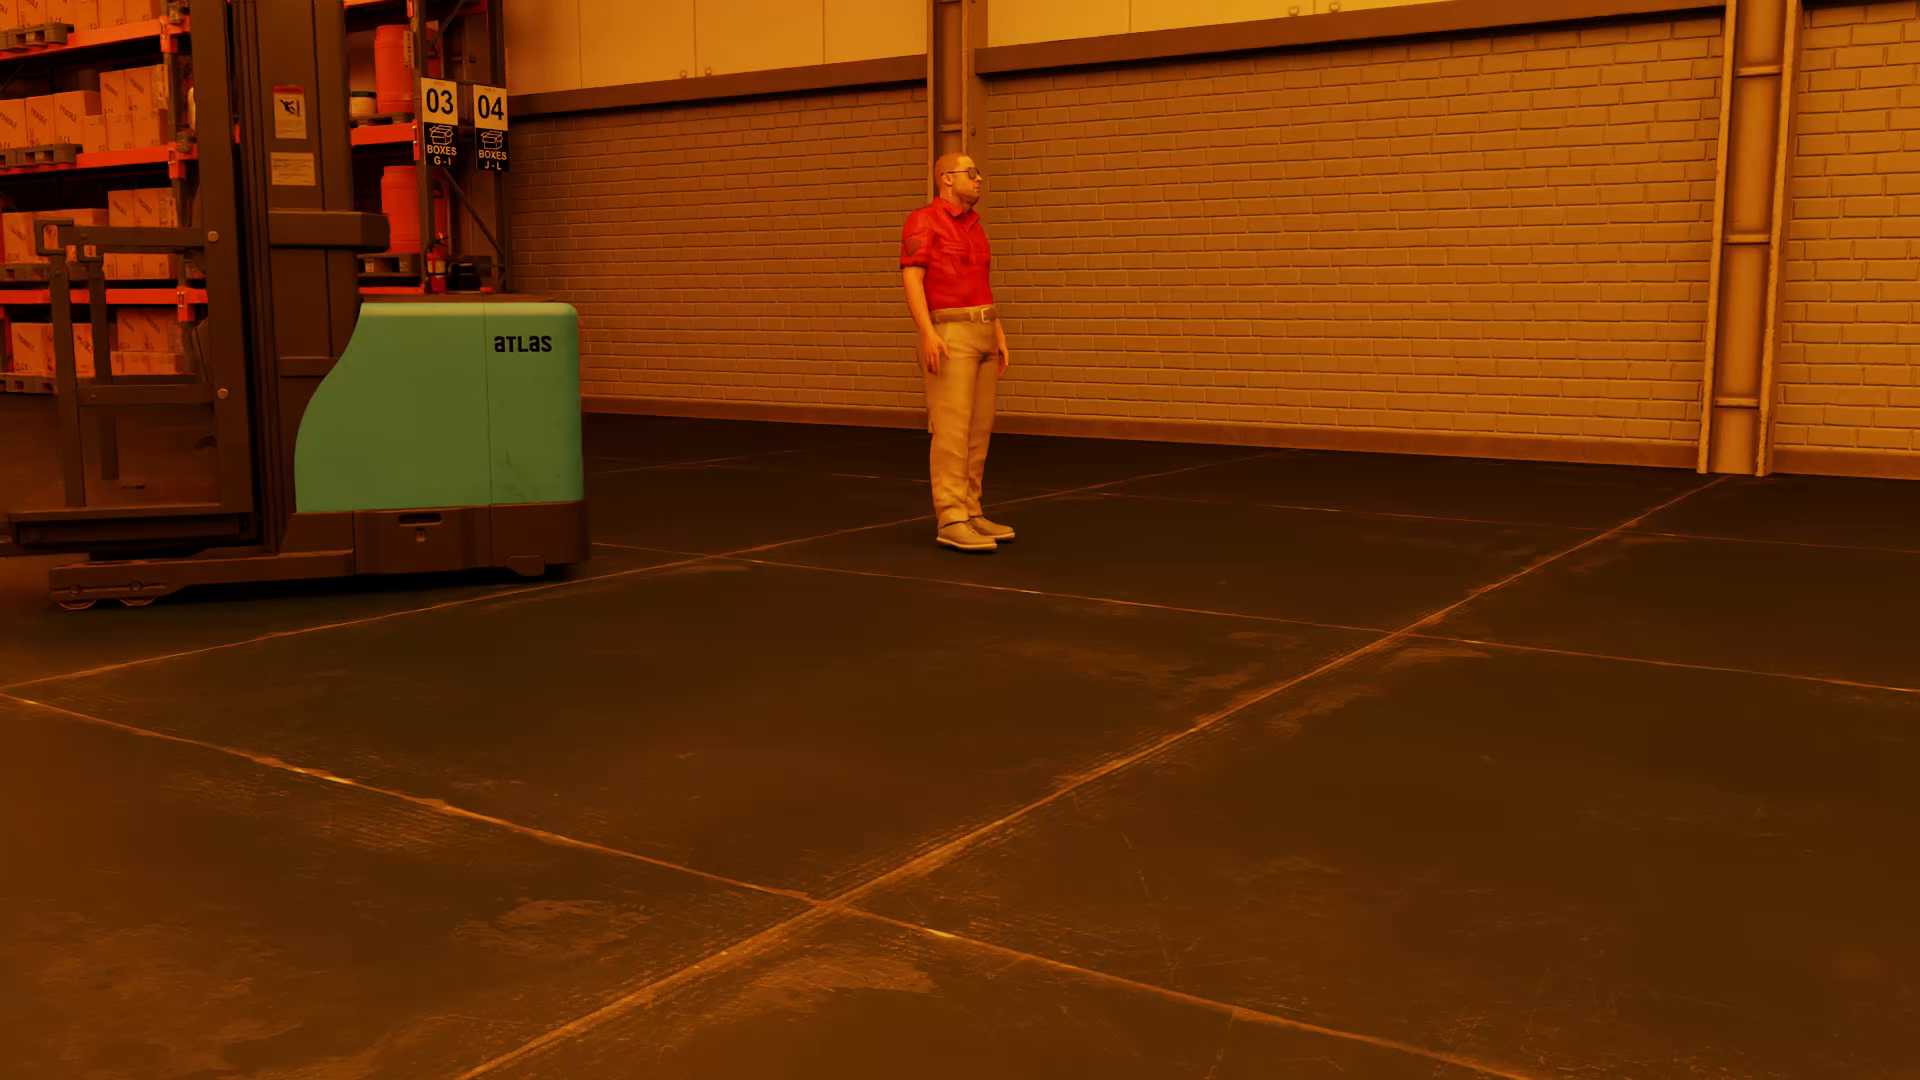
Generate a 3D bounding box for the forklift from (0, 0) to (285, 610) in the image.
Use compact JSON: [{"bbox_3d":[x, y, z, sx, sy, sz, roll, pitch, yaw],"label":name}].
[{"bbox_3d":[-3.100,-1.251,6.217,2.884,2.867,1.101,-3,9,-20],"label":"forklift"}]
